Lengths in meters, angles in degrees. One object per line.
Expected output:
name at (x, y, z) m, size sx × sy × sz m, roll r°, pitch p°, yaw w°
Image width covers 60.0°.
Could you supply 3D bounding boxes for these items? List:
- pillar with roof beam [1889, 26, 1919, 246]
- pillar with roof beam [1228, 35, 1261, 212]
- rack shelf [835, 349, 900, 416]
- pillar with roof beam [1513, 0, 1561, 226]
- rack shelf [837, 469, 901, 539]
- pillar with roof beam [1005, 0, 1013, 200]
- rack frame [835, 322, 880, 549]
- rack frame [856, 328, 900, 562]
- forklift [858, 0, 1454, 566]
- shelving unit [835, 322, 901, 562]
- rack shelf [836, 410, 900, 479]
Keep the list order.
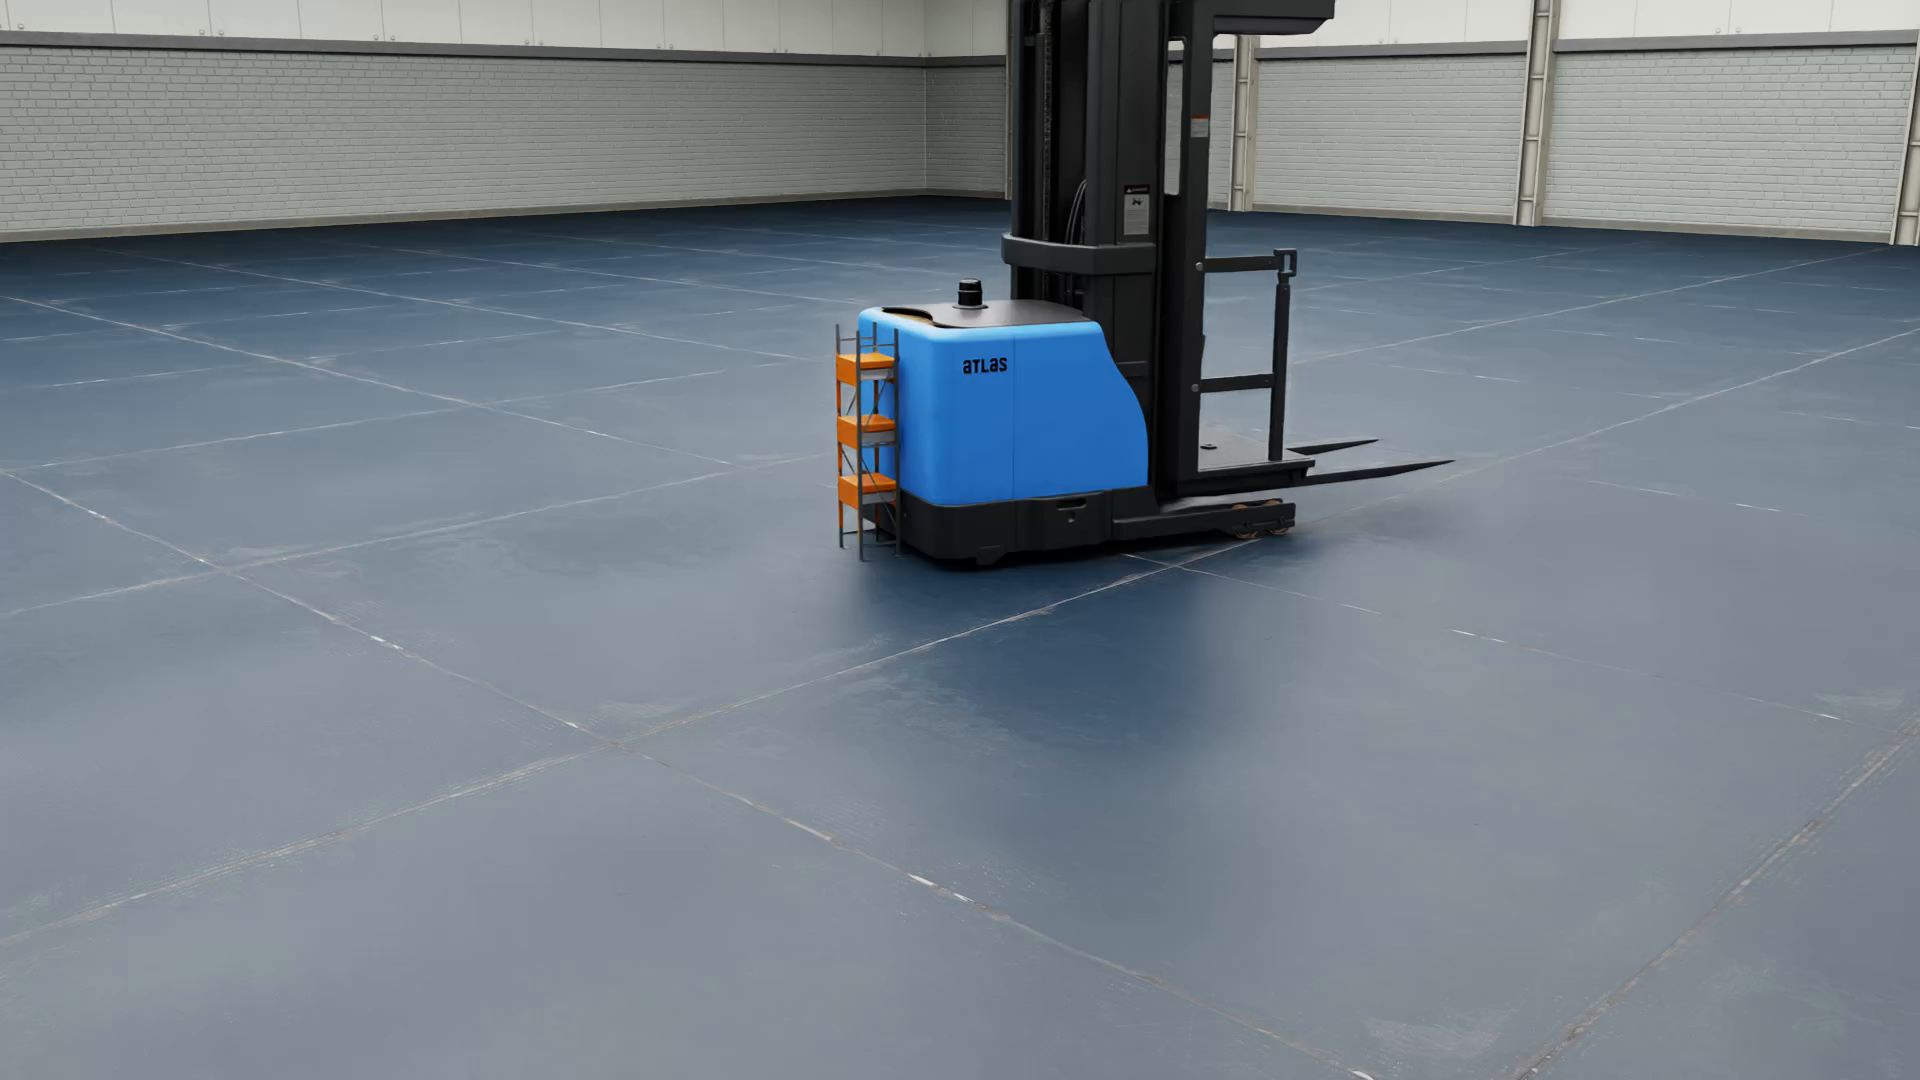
pillar with roof beam at (11.218, -8.008, 20.818) m, size 0.400 × 9.000 × 9.100 m, roll 14°, pitch 20°, yaw 42°
pillar with roof beam at (2.579, -10.108, 28.878) m, size 0.400 × 9.000 × 9.100 m, roll 14°, pitch 20°, yaw 42°
rack shelf at (-0.418, -0.712, 7.500) m, size 0.215 × 0.259 × 0.240 m, roll -7°, pitch 16°, yaw -25°
pillar with roof beam at (6.899, -9.058, 24.848) m, size 0.400 × 9.000 × 9.100 m, roll 14°, pitch 20°, yaw 42°
rack shelf at (-0.418, -0.169, 7.642) m, size 0.215 × 0.259 × 0.240 m, roll -7°, pitch 16°, yaw -25°
pillar with roof beam at (-1.740, -11.158, 32.908) m, size 0.400 × 9.000 × 9.100 m, roll 14°, pitch 20°, yaw 42°
rack frame at (-0.471, -0.476, 7.675) m, size 0.200 × 1.050 × 0.008 m, roll -7°, pitch 16°, yaw -25°
rack frame at (-0.365, -0.420, 7.463) m, size 0.200 × 1.050 × 0.008 m, roll -7°, pitch 16°, yaw -25°
forklift at (1.060, -1.534, 8.008) m, size 3.031 × 2.935 × 1.130 m, roll -7°, pitch 16°, yaw -24°
shelving unit at (-0.418, -0.448, 7.569) m, size 0.215 × 1.050 × 0.252 m, roll -7°, pitch 16°, yaw -25°
rack shelf at (-0.418, -0.438, 7.572) m, size 0.215 × 0.259 × 0.240 m, roll -7°, pitch 16°, yaw -25°
